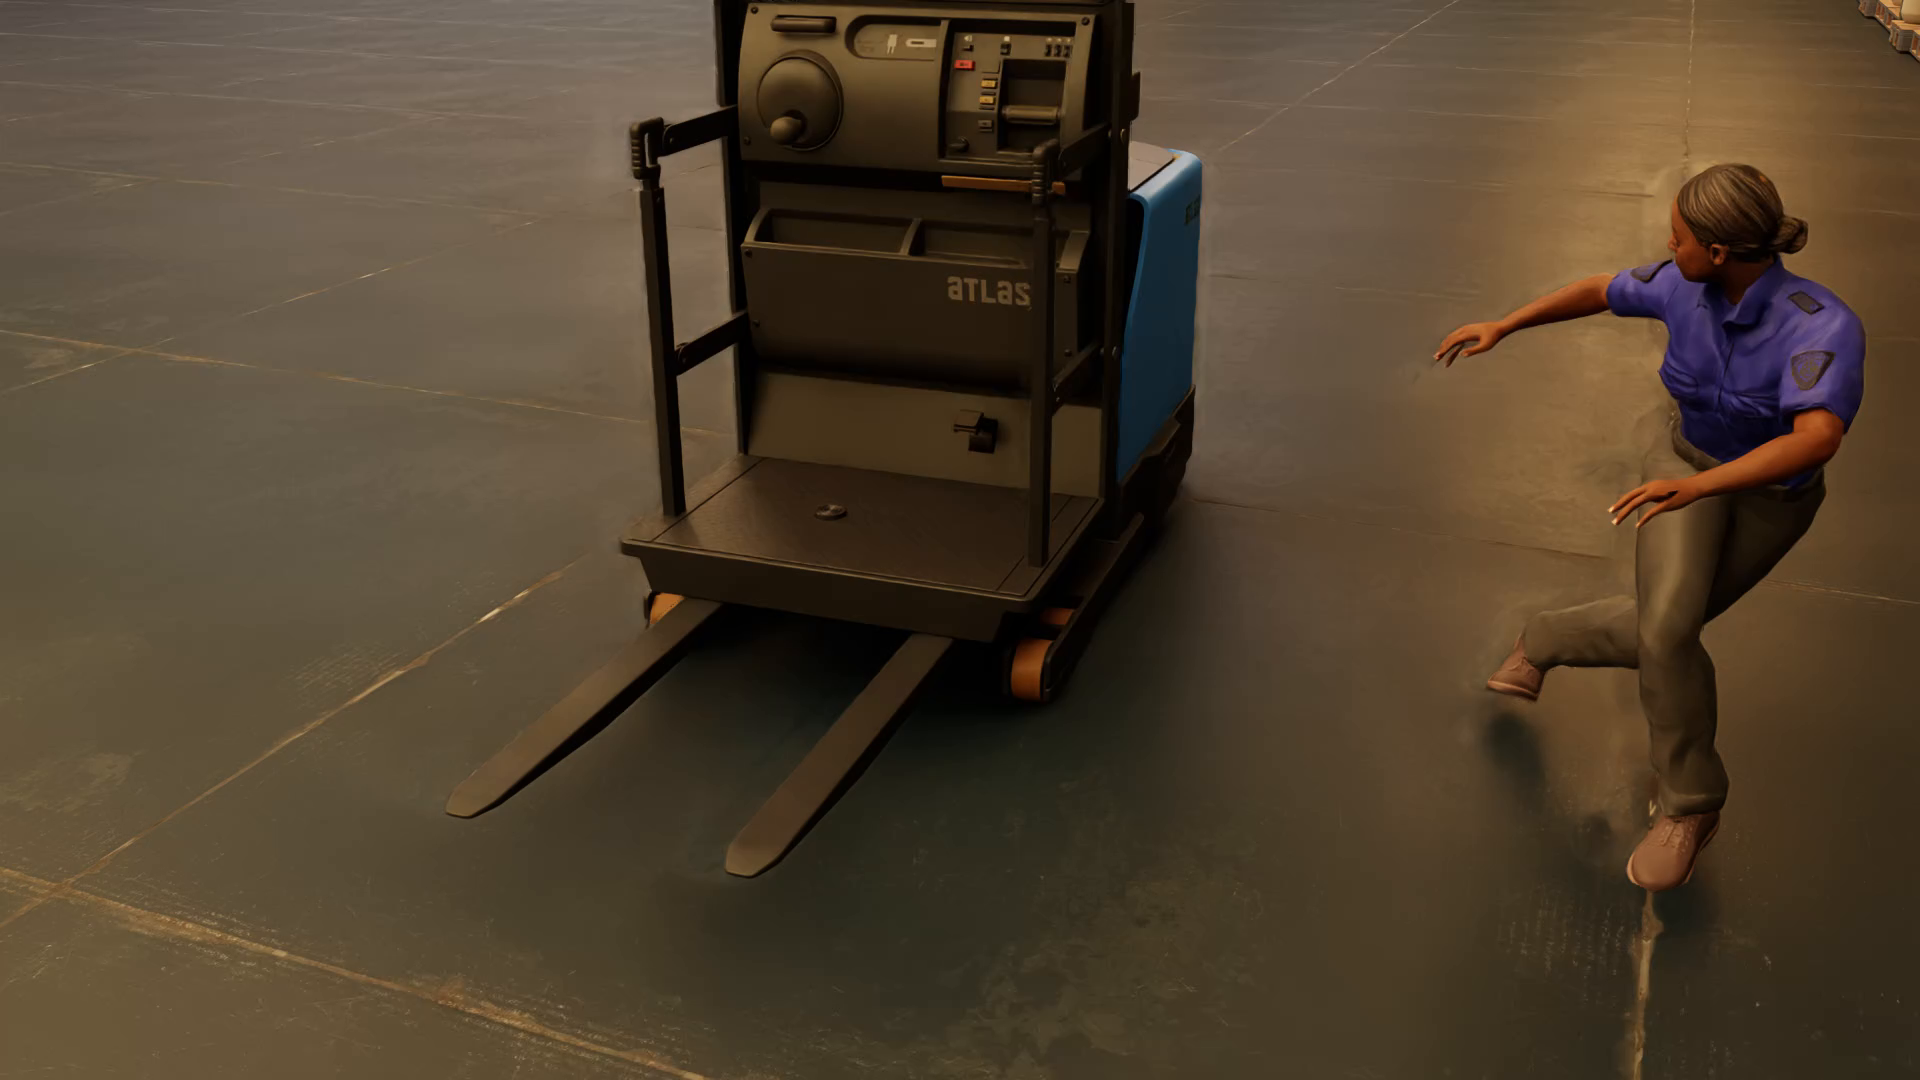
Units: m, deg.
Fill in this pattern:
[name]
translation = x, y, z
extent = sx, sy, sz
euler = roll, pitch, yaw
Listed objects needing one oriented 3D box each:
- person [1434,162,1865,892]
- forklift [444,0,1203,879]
[person]
translation = 1.355, -0.075, 3.468
extent = 0.859, 1.446, 1.052
euler = 16, 27, 33
[forklift]
translation = -0.190, -1.124, 3.981
extent = 1.130, 2.935, 3.031
euler = 8, 24, 18
